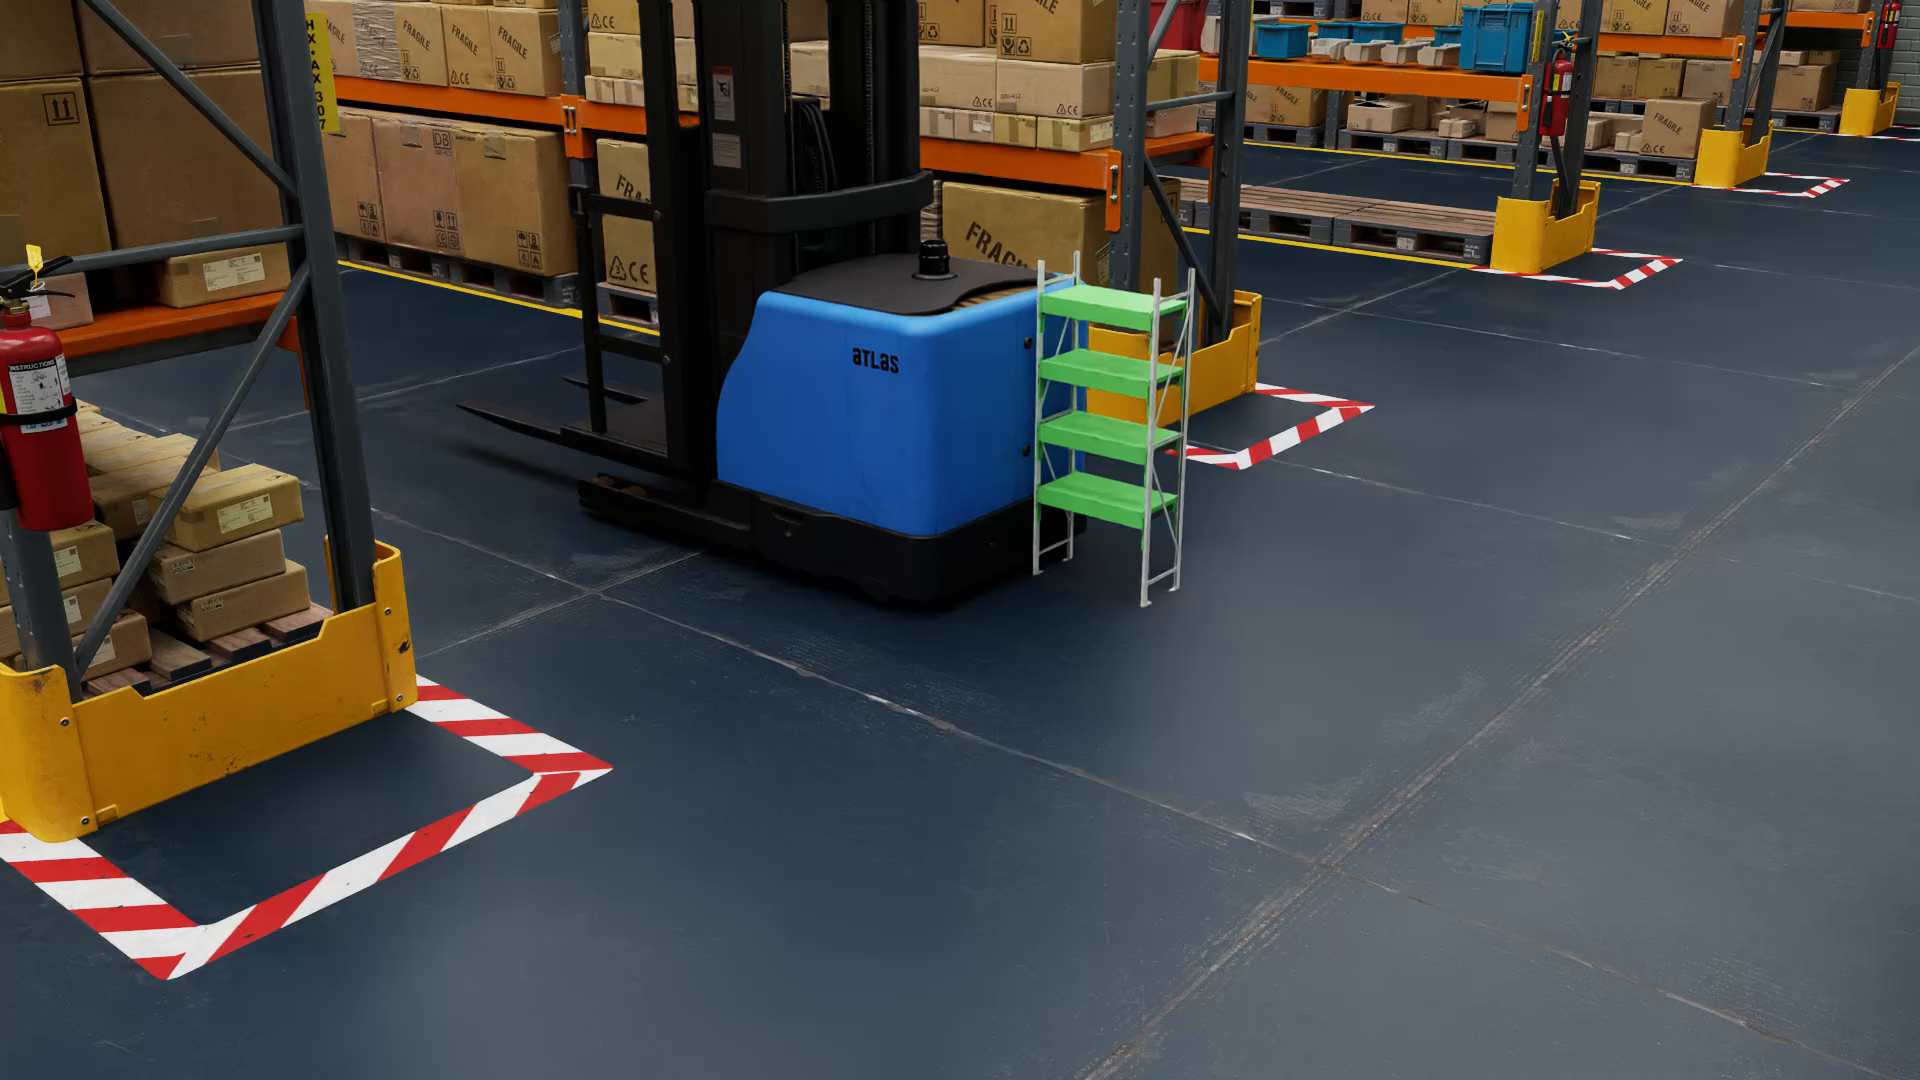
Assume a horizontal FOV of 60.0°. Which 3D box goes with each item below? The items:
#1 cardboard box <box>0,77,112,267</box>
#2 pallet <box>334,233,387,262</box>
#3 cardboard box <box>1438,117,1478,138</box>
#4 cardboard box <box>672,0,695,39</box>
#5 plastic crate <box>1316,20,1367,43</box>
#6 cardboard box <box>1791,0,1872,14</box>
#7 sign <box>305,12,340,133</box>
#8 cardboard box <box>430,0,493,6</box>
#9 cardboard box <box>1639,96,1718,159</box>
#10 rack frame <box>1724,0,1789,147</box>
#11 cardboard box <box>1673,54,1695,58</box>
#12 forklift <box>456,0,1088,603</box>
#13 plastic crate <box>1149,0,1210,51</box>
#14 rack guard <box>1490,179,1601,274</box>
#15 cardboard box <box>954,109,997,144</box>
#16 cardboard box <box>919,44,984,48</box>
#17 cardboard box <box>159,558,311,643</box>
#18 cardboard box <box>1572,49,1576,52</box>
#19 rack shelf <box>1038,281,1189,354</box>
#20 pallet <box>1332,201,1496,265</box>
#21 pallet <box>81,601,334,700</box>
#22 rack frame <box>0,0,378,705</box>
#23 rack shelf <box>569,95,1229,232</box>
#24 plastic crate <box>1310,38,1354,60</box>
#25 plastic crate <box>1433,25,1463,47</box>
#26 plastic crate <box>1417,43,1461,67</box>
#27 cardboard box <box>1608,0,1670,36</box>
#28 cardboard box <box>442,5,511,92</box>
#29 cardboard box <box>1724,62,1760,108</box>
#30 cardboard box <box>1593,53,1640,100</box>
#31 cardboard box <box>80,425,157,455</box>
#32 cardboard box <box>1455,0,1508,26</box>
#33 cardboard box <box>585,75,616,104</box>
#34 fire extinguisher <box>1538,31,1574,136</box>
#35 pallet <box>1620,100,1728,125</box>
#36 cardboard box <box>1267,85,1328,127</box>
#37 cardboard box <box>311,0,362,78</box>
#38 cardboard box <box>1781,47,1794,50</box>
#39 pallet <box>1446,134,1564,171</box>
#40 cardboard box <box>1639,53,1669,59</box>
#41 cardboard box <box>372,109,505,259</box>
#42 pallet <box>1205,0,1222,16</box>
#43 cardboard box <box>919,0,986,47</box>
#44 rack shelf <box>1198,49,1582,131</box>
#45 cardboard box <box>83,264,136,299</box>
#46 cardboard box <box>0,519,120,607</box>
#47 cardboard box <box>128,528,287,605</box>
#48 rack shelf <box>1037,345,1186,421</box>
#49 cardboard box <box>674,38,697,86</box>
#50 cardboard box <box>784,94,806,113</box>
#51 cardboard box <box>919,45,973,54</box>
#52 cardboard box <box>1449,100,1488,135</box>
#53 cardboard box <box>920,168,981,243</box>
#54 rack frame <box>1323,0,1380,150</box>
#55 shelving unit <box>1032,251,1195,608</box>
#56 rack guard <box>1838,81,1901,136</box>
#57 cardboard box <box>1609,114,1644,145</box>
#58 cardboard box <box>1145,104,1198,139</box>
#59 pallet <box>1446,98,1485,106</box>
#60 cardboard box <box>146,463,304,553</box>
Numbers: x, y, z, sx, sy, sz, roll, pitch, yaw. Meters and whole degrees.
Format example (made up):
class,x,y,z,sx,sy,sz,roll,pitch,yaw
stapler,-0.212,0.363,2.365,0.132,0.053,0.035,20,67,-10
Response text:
class,x,y,z,sx,sy,sz,roll,pitch,yaw
cardboard box,-2.659,-0.972,4.430,0.500,0.500,0.500,17,26,37
pallet,-4.568,-2.373,12.661,1.213,0.211,1.003,16,26,36
cardboard box,5.099,-4.226,17.015,0.250,0.166,0.380,16,26,36
cardboard box,-1.447,-3.113,9.399,0.500,0.500,0.500,16,26,36
plastic crate,2.962,-3.899,12.908,0.300,0.233,0.416,16,26,36
cardboard box,10.061,-6.403,18.970,0.700,0.700,0.980,18,27,39
sign,-1.805,-1.309,4.662,0.005,0.325,0.100,16,26,36
cardboard box,-3.057,-3.794,10.915,0.637,0.503,0.797,16,26,37
cardboard box,6.756,-3.886,15.642,0.500,0.500,0.500,16,26,36
rack frame,7.333,-4.796,15.136,0.127,3.000,1.000,16,26,36
cardboard box,8.901,-5.976,20.293,0.250,0.149,0.380,16,26,35
forklift,-0.960,-1.553,6.632,3.031,2.935,1.130,16,26,36
plastic crate,1.632,-4.126,13.182,0.583,0.464,0.402,16,26,36
rack guard,4.225,-2.272,11.984,0.348,0.500,1.175,16,26,36
cardboard box,0.185,-2.075,8.276,0.250,0.149,0.380,16,26,36
cardboard box,0.071,-2.566,9.013,0.500,0.250,0.500,15,25,35
cardboard box,-2.352,0.177,5.392,0.250,0.149,0.380,17,26,37
cardboard box,7.891,-6.266,21.061,0.250,0.149,0.380,16,26,36
rack shelf,0.546,-0.794,5.893,0.480,0.148,0.258,16,26,36
pallet,3.584,-2.333,12.555,1.213,0.211,1.003,16,26,36
pallet,-2.814,0.341,5.465,1.213,0.211,1.003,16,26,36
rack frame,-2.148,-0.756,4.421,0.127,3.000,1.000,16,26,36
rack shelf,-0.483,-2.199,9.267,4.000,0.370,1.077,16,26,36
plastic crate,2.764,-3.665,12.425,0.250,0.136,0.298,16,26,36
plastic crate,3.705,-3.685,12.340,0.300,0.233,0.416,16,26,36
plastic crate,3.452,-3.480,11.934,0.243,0.136,0.396,16,26,36
cardboard box,6.410,-4.983,15.490,0.500,0.500,0.500,16,26,37
cardboard box,-2.947,-3.170,10.682,0.500,0.500,0.500,17,27,38
cardboard box,9.469,-5.419,19.733,0.500,0.500,0.700,16,26,36
cardboard box,8.265,-5.763,20.646,0.500,0.500,0.700,16,26,36
cardboard box,-2.988,-0.259,5.706,0.250,0.149,0.380,15,25,34
cardboard box,5.241,-5.322,16.387,0.500,0.500,0.500,16,26,36
cardboard box,-2.014,-2.707,9.952,0.250,0.149,0.380,16,26,36
fire extinguisher,4.028,-3.075,11.208,0.183,0.674,0.296,16,26,36
pallet,8.852,-5.276,20.359,1.213,0.211,1.003,16,26,36
cardboard box,3.671,-4.757,17.950,0.500,0.500,0.500,16,26,36
cardboard box,-4.127,-3.510,11.583,0.500,0.500,0.500,16,26,35
cardboard box,9.687,-5.750,19.693,0.250,0.149,0.380,16,26,36
pallet,5.715,-3.958,16.866,1.213,0.211,1.003,16,26,36
cardboard box,8.432,-5.937,20.188,0.250,0.149,0.380,15,25,35
cardboard box,-3.234,-2.520,11.516,0.875,0.875,1.225,15,25,34
pallet,2.645,-6.059,18.755,1.213,0.211,1.003,16,26,36
cardboard box,0.073,-2.915,8.876,0.500,0.500,0.500,15,25,35
rack shelf,2.649,-3.553,12.857,4.000,0.370,1.077,16,26,36
cardboard box,-2.415,-0.846,5.015,0.250,0.149,0.380,17,27,38
cardboard box,-2.718,0.054,4.875,0.250,0.149,0.380,16,26,37
cardboard box,-2.392,0.055,5.294,0.250,0.149,0.380,17,27,38
rack shelf,0.546,-0.569,5.978,0.480,0.148,0.258,16,26,36
cardboard box,-1.452,-2.762,9.532,0.500,0.250,0.500,16,26,36
cardboard box,-0.805,-2.360,9.031,0.250,0.149,0.380,15,25,35
cardboard box,-0.264,-2.420,8.627,0.500,0.250,0.500,15,25,35
cardboard box,5.436,-4.420,17.324,0.500,0.311,0.500,16,26,36
cardboard box,-0.185,-1.615,9.117,0.875,0.875,0.875,16,26,36
rack frame,4.234,-5.689,17.502,0.127,3.000,1.000,16,26,36
shelving unit,0.546,-0.404,6.040,0.503,1.200,0.258,16,26,36
rack guard,10.481,-4.976,19.156,0.348,0.500,1.175,16,26,36
cardboard box,6.704,-4.026,16.366,0.500,0.250,0.500,16,26,36
cardboard box,1.000,-2.141,8.450,0.250,0.149,0.380,16,26,37
pallet,6.718,-5.890,21.989,1.213,0.211,1.003,16,26,36
cardboard box,-2.339,-0.106,5.301,0.250,0.149,0.380,15,25,34
